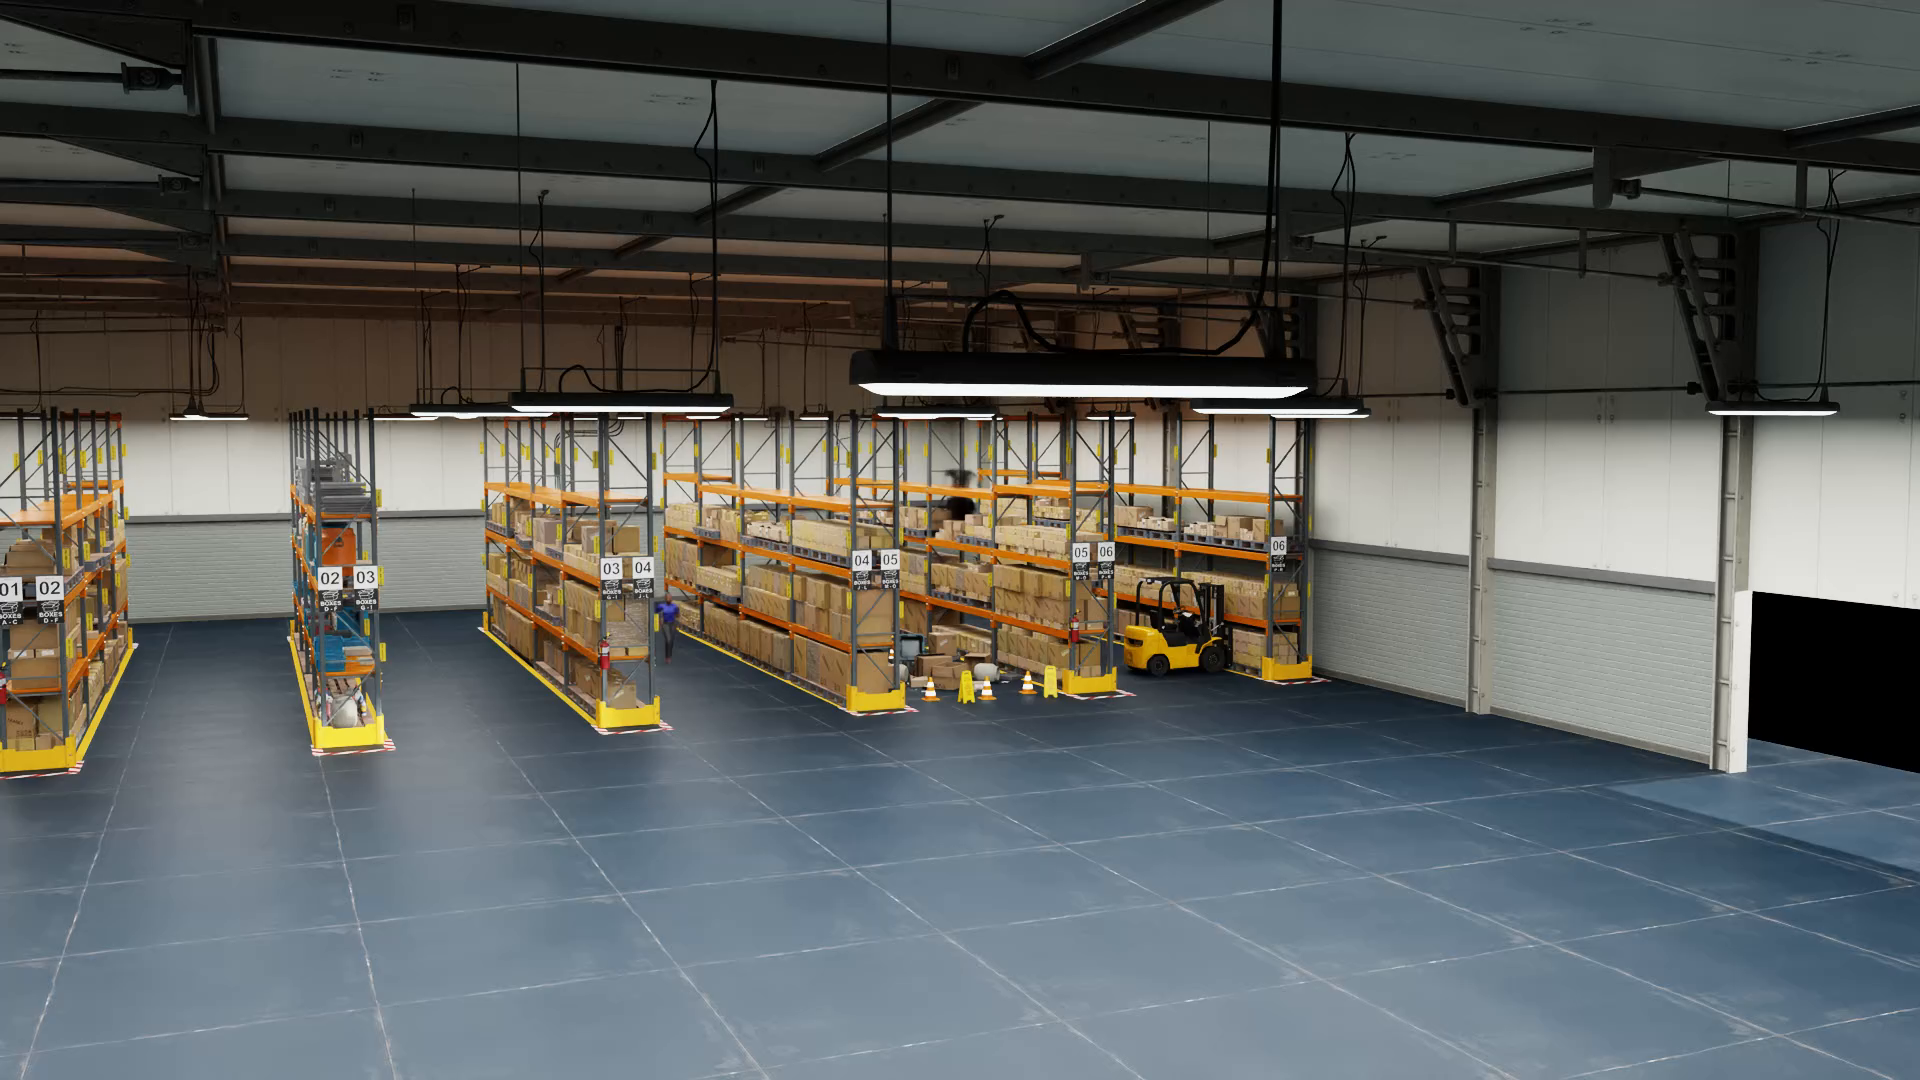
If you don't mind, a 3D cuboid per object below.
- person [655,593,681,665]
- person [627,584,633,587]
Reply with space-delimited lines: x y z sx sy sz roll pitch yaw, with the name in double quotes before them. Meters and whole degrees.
"person" -6.963 2.108 39.746 0.583 1.696 0.744 -2 4 -22
"person" -9.748 1.517 48.485 0.693 1.695 0.980 0 4 -6
